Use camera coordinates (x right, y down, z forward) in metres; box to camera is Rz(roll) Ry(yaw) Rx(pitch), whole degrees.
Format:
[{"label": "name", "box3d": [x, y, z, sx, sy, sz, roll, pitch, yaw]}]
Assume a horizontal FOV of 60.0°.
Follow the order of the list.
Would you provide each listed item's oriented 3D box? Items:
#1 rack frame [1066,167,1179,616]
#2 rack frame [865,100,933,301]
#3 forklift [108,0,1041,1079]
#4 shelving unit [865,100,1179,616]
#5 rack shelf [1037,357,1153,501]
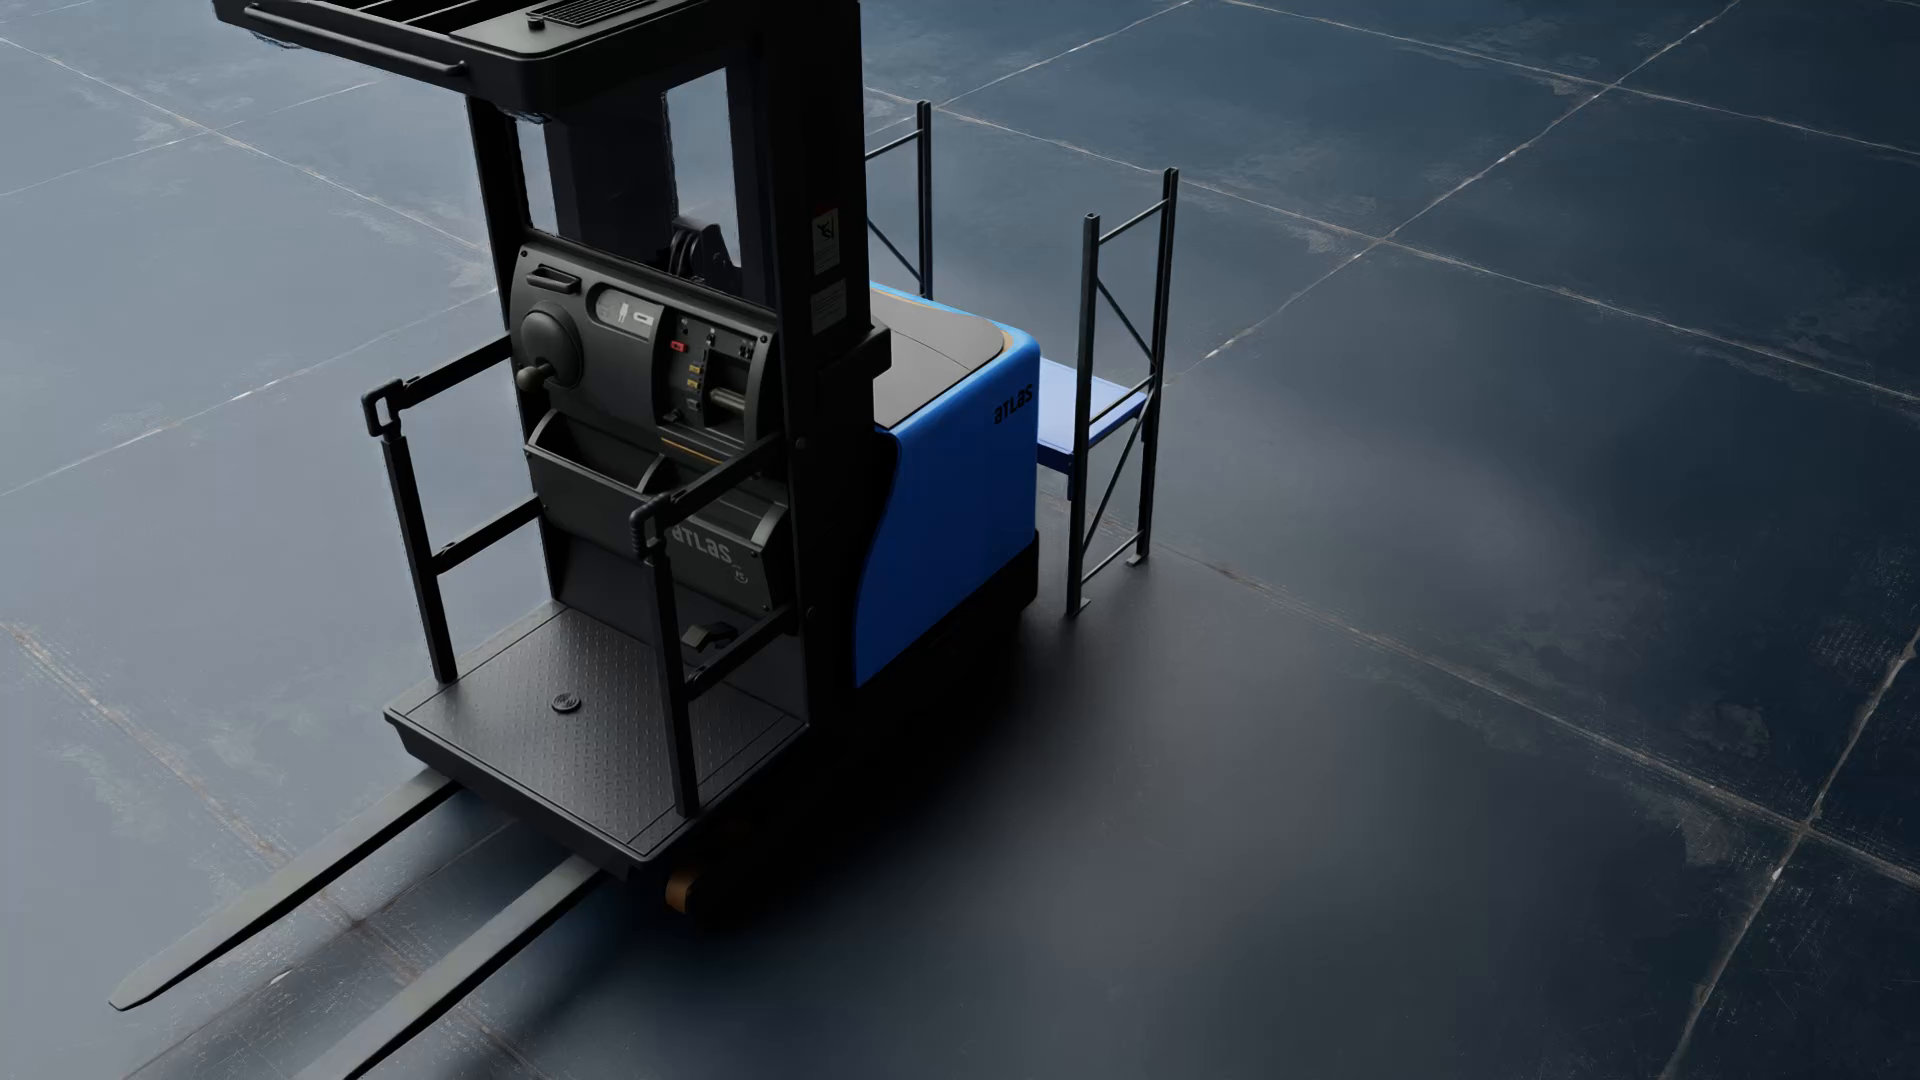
[{"label": "rack frame", "box3d": [0.539, -0.466, 5.603, 0.032, 1.500, 0.500, 24, 41, 30]}, {"label": "rack frame", "box3d": [-0.267, -0.817, 6.115, 0.032, 1.500, 0.500, 24, 41, 30]}, {"label": "forklift", "box3d": [-0.991, -0.457, 4.327, 1.130, 2.935, 3.031, 22, 40, 29]}, {"label": "shelving unit", "box3d": [0.136, -0.641, 5.859, 1.048, 1.500, 0.538, 24, 41, 30]}, {"label": "rack shelf", "box3d": [0.136, -0.493, 5.961, 1.000, 0.185, 0.538, 24, 41, 30]}]
